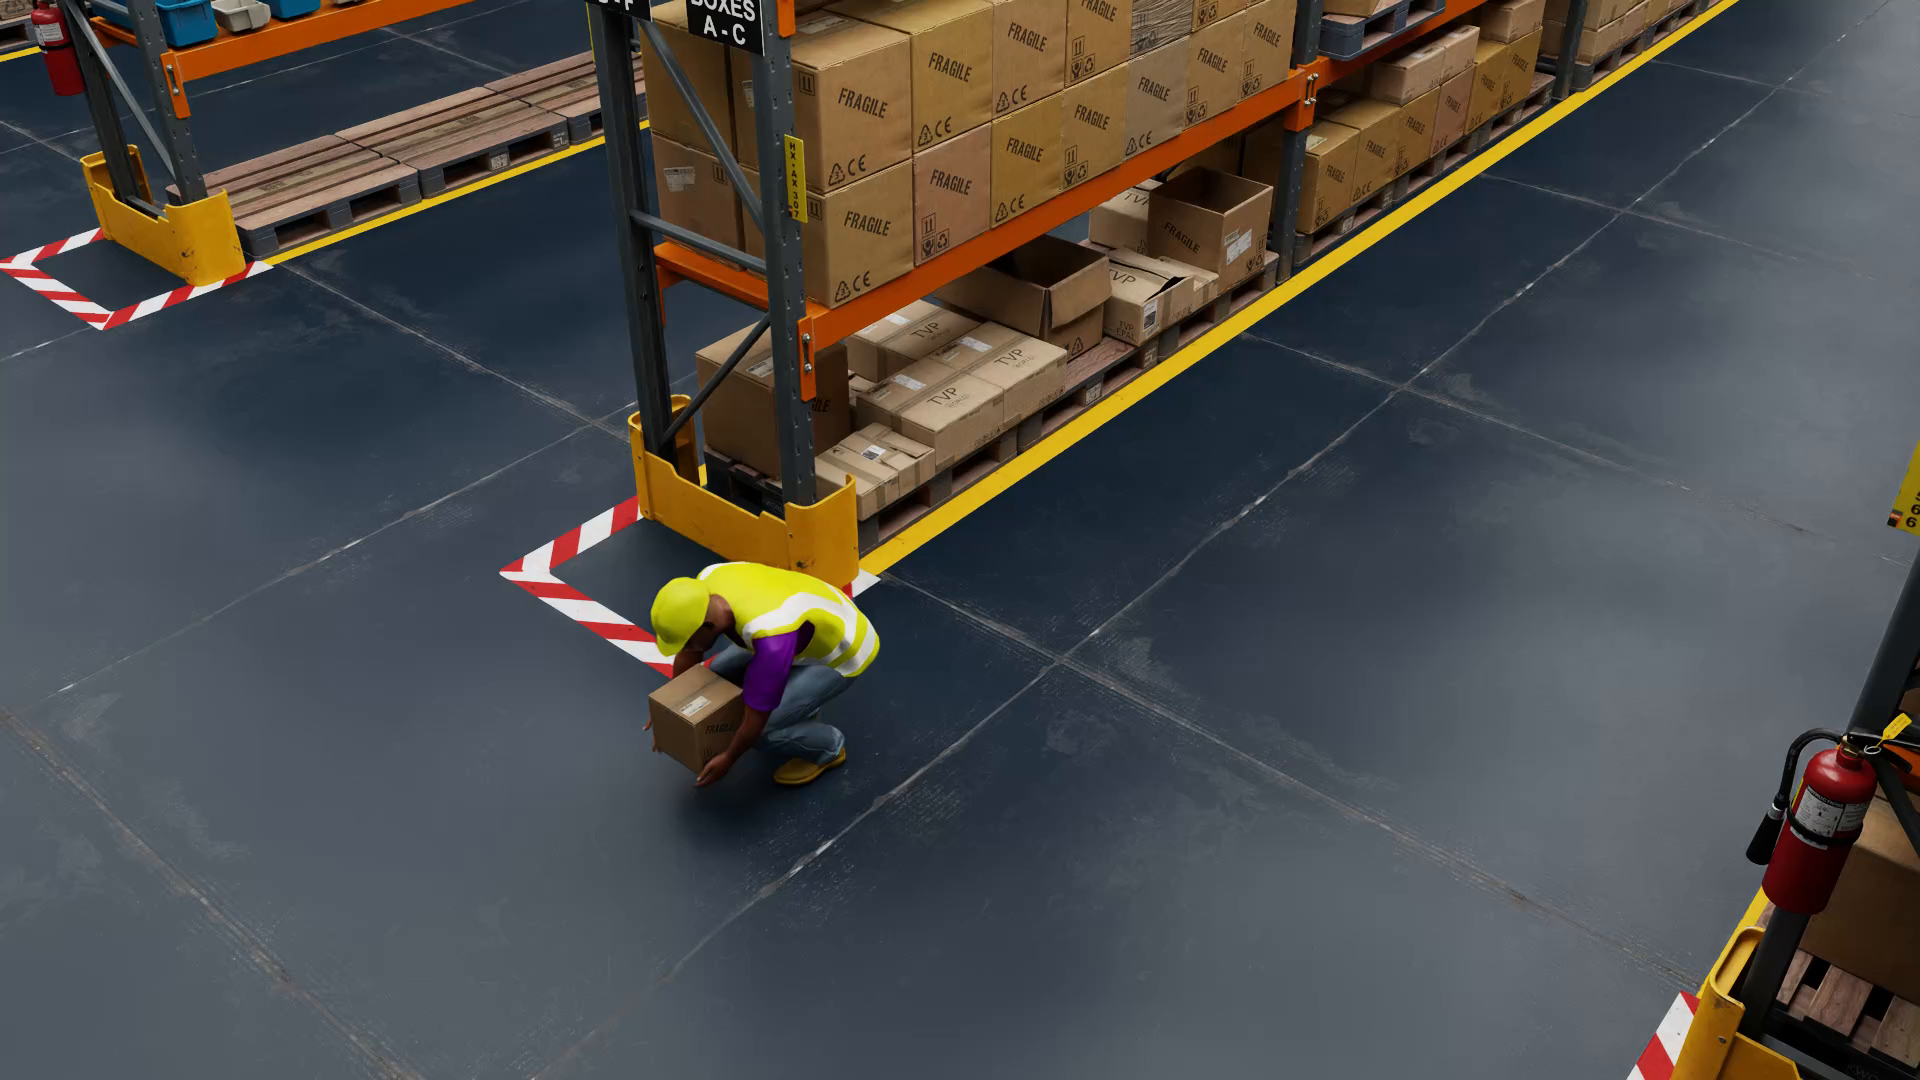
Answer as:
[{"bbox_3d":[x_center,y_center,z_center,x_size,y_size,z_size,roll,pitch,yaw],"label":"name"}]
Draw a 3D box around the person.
[{"bbox_3d":[-0.717,0.459,6.131,0.875,1.010,0.594,-18,39,-24],"label":"person"}]
